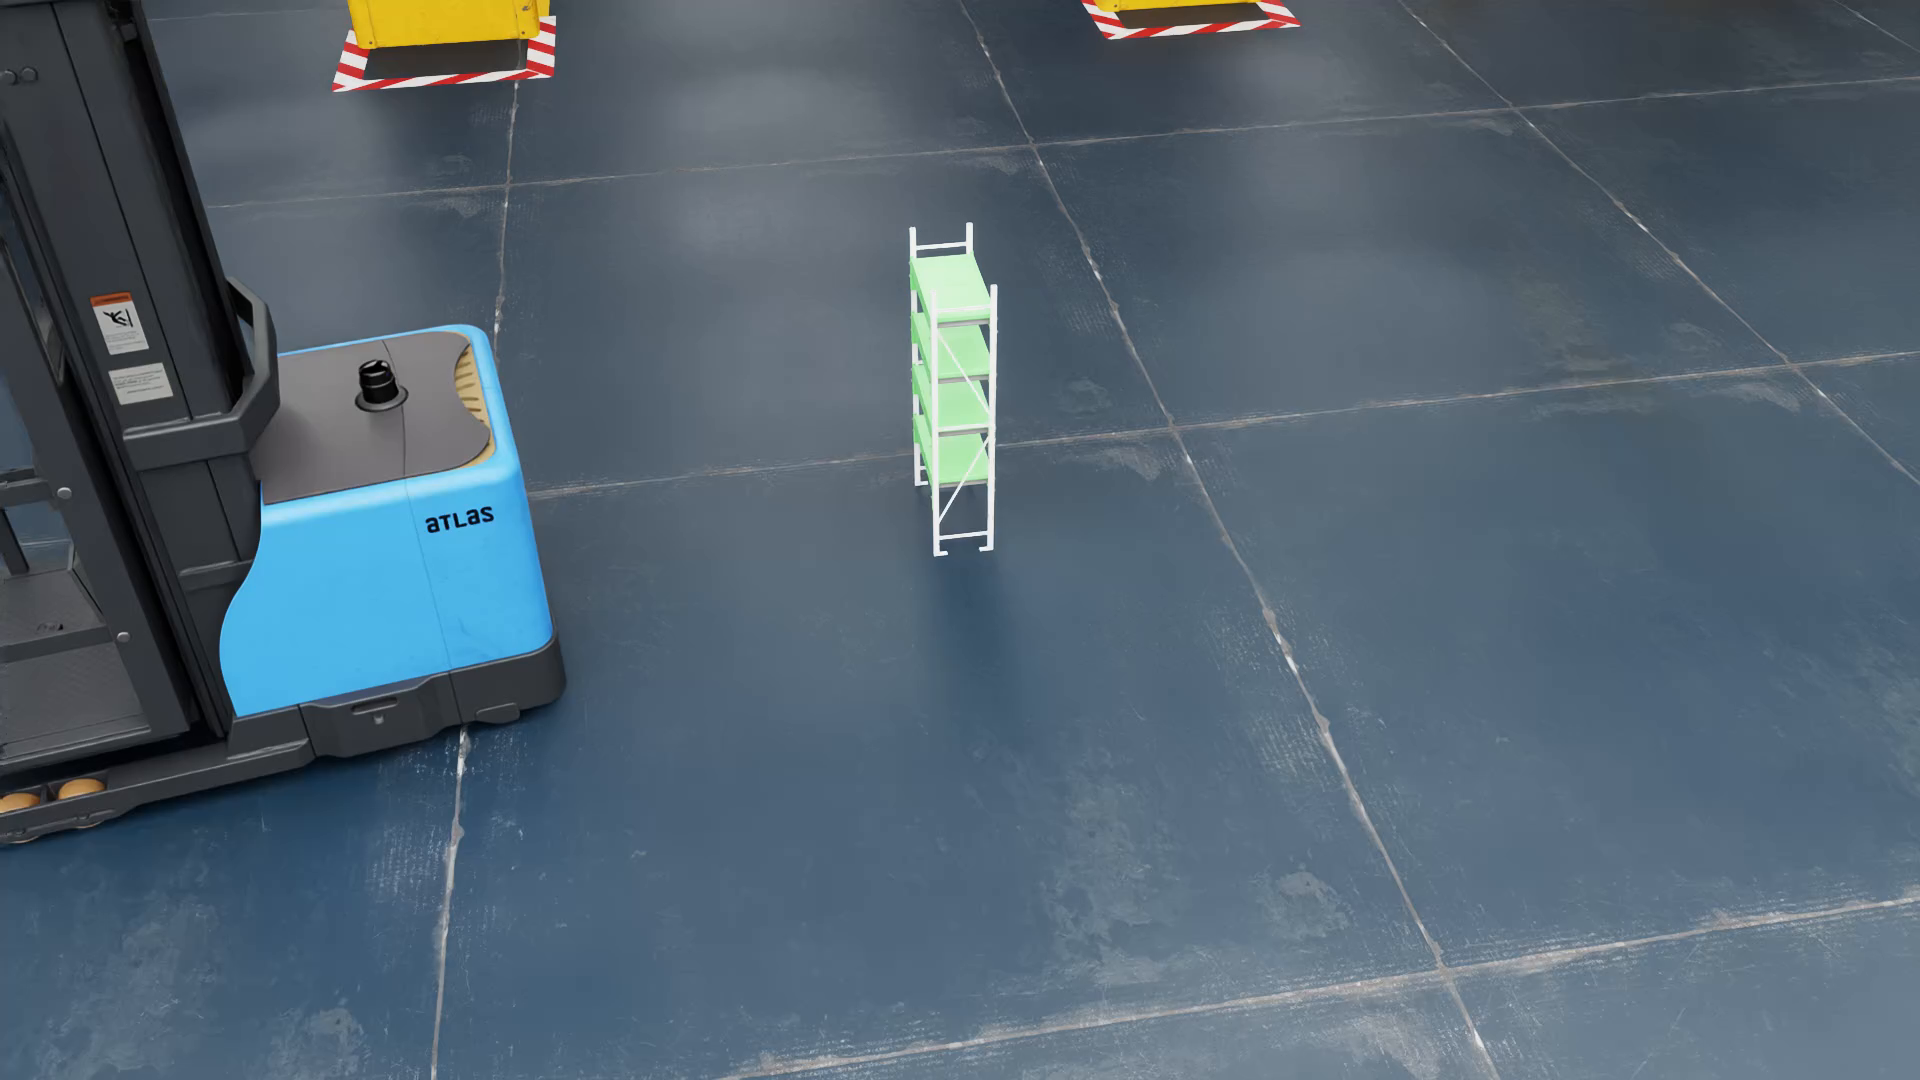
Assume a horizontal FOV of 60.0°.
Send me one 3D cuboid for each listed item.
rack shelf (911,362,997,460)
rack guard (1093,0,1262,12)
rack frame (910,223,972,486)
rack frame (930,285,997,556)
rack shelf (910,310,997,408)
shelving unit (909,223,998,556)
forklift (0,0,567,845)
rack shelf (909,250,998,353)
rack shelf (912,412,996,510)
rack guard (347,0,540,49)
[{"bbox_3d":[-0.029,-0.523,6.550,0.258,0.148,0.480,-6,38,-8],"label":"rack shelf"},{"bbox_3d":[1.517,-3.985,11.472,1.175,0.500,0.348,-6,38,-8],"label":"rack guard"},{"bbox_3d":[-0.072,-0.721,6.700,0.240,1.200,0.015,-6,38,-8],"label":"rack frame"},{"bbox_3d":[0.014,-0.426,6.321,0.240,1.200,0.015,-6,38,-8],"label":"rack frame"},{"bbox_3d":[-0.029,-0.713,6.403,0.258,0.148,0.480,-6,38,-8],"label":"rack shelf"},{"bbox_3d":[-0.029,-0.574,6.511,0.258,1.200,0.503,-6,38,-8],"label":"shelving unit"},{"bbox_3d":[-2.984,-0.529,5.041,3.031,2.935,1.130,-12,40,-15],"label":"forklift"},{"bbox_3d":[-0.029,-0.902,6.255,0.258,0.148,0.480,-6,38,-8],"label":"rack shelf"},{"bbox_3d":[-0.029,-0.334,6.697,0.258,0.148,0.480,-6,38,-8],"label":"rack shelf"},{"bbox_3d":[-3.402,-3.573,10.941,1.175,0.500,0.348,-6,38,-8],"label":"rack guard"}]
